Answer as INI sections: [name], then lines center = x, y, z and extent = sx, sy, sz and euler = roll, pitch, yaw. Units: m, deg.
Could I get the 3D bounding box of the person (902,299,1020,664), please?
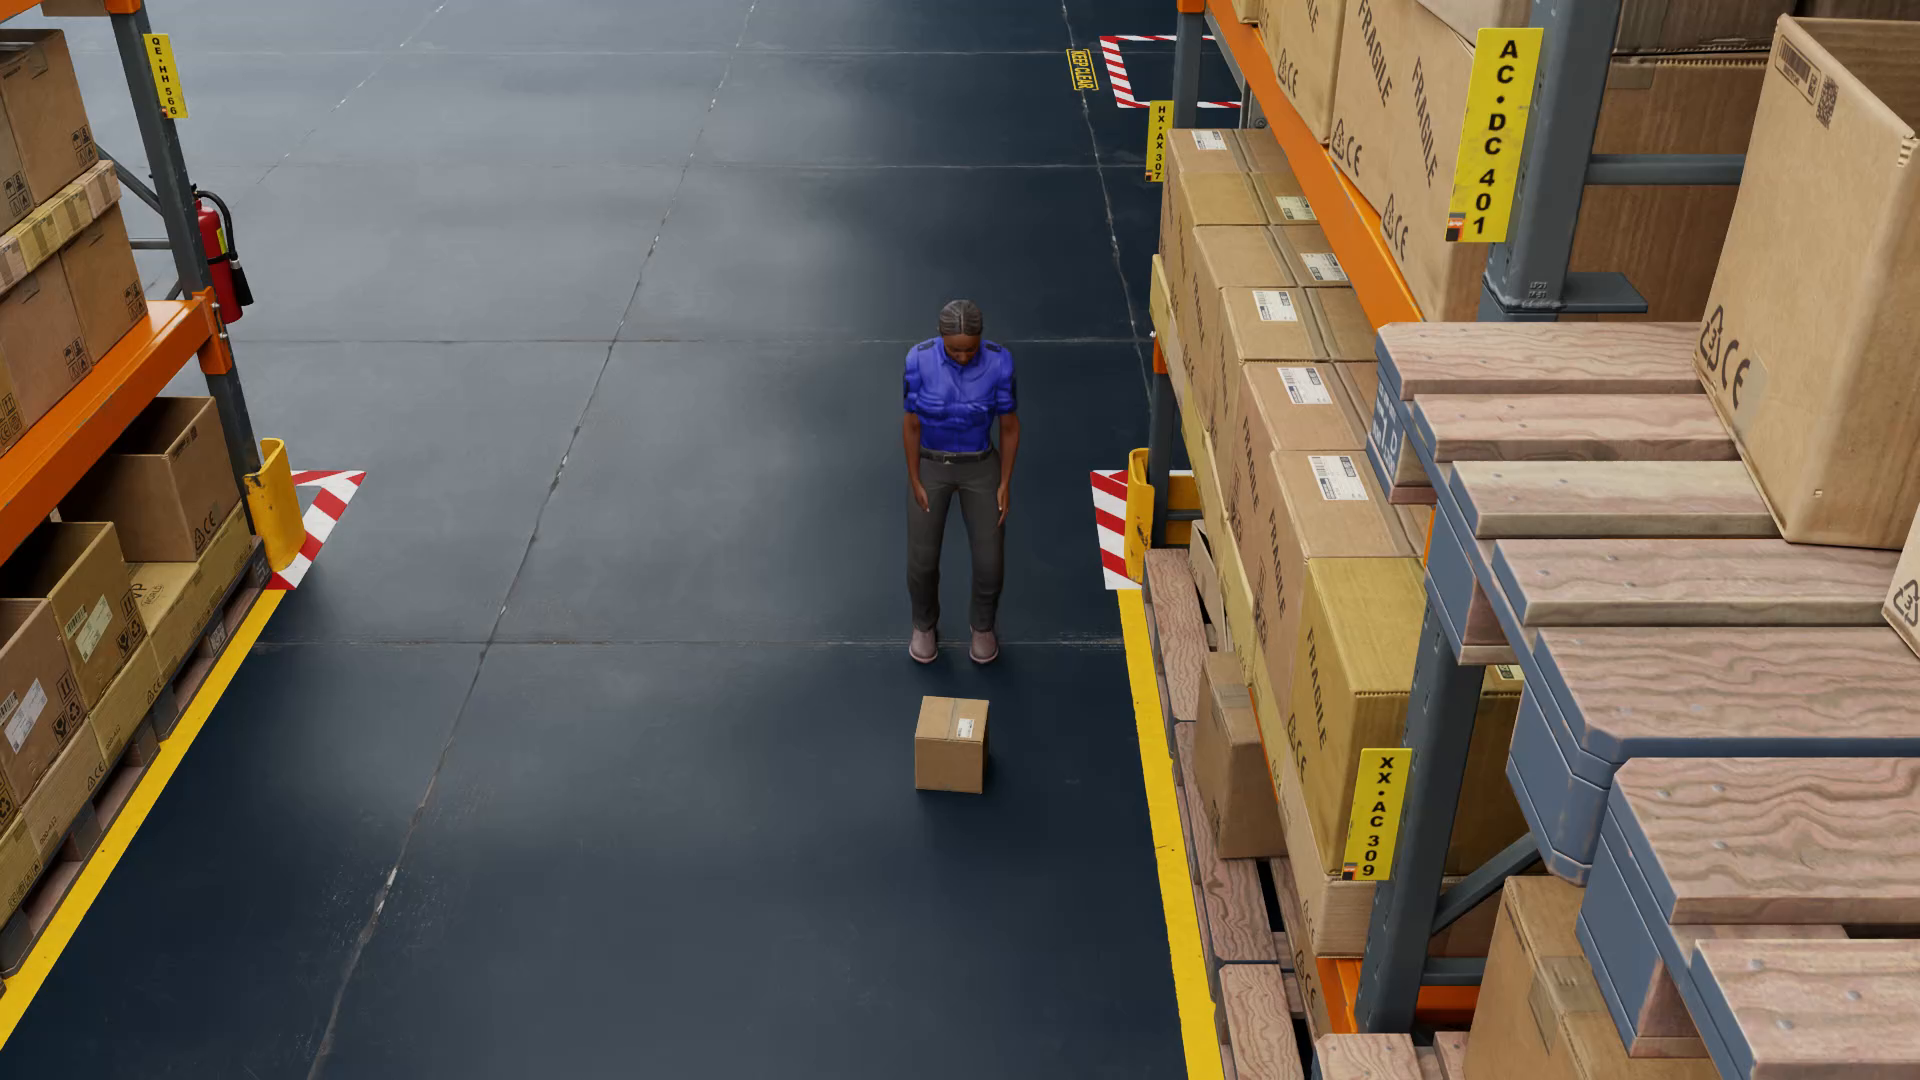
[person]
center = 0.005, -0.237, 6.582
extent = 0.457, 1.610, 0.375
euler = 1, 32, 1
